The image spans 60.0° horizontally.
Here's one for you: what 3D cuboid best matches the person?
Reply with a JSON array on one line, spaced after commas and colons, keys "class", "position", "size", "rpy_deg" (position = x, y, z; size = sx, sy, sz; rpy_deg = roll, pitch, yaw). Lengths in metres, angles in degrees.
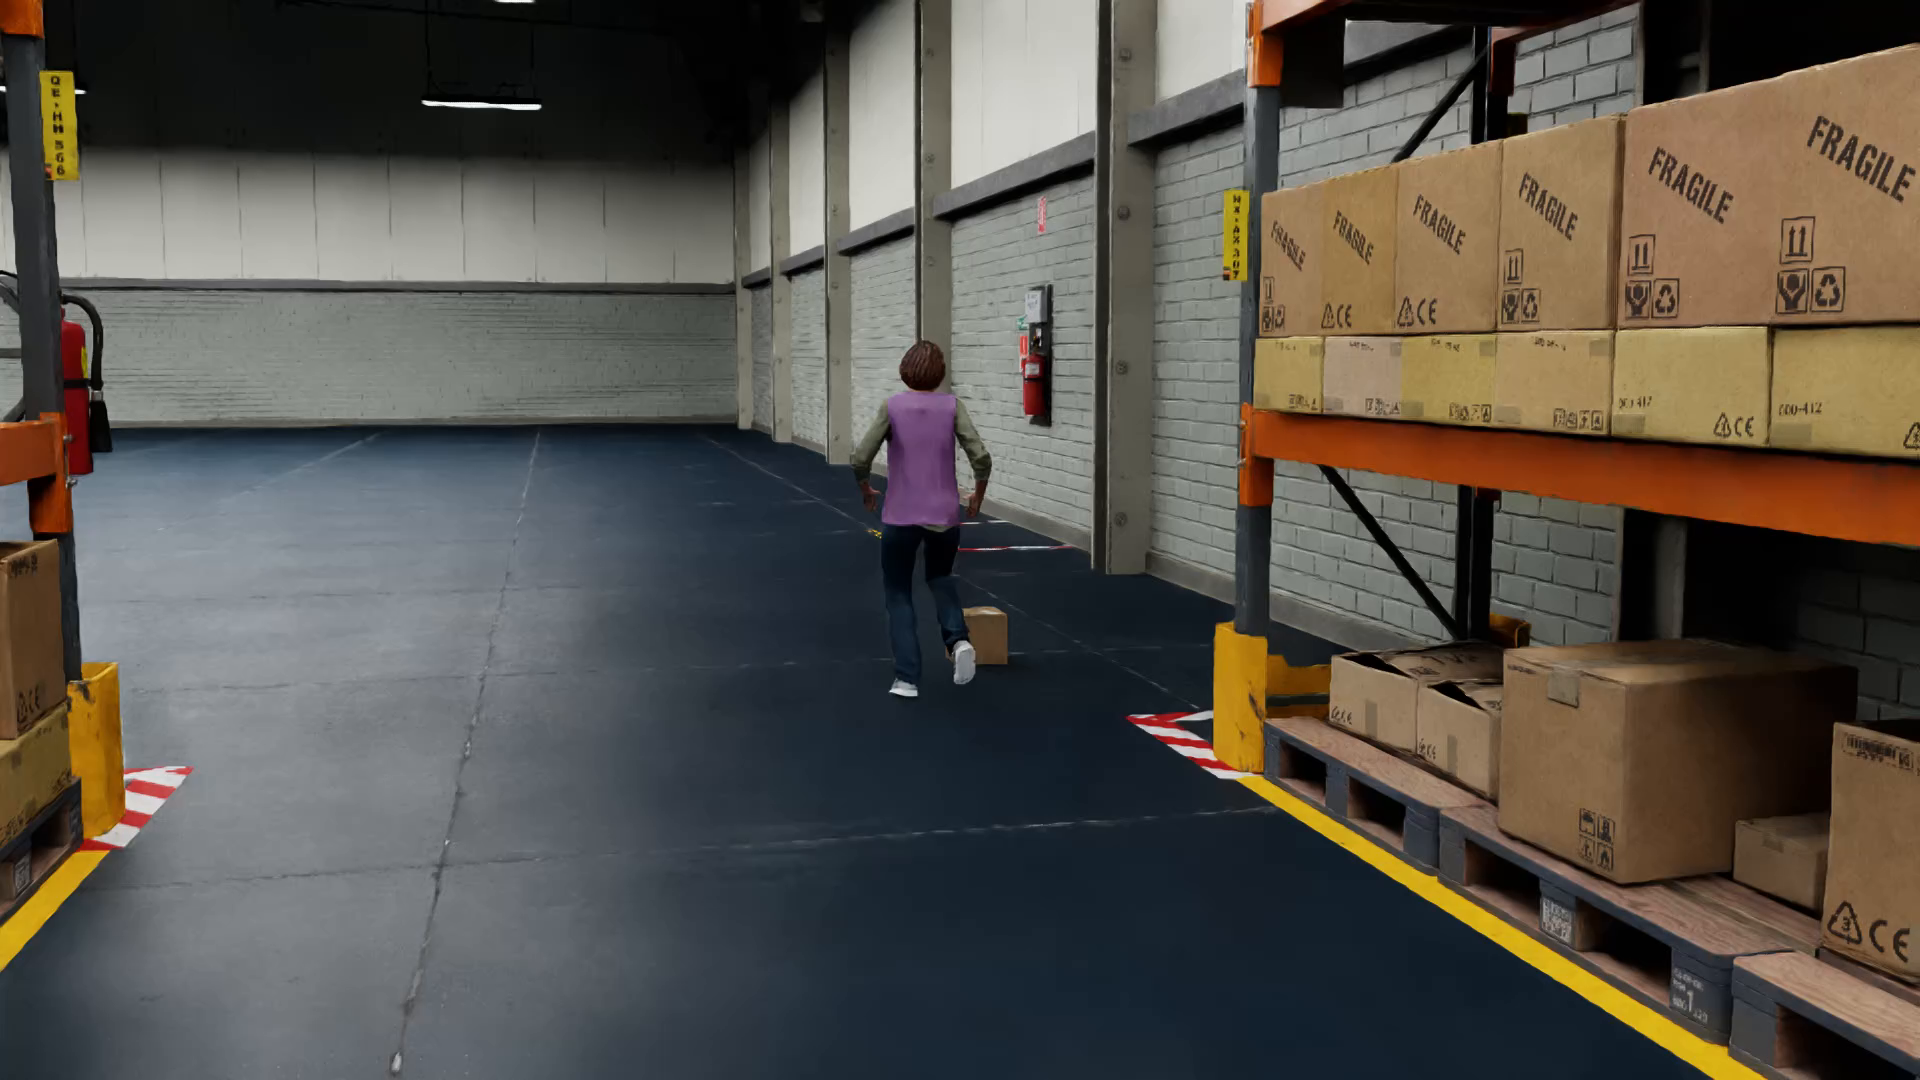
[{"class": "person", "position": [-0.189, -0.087, 7.292], "size": [0.600, 1.572, 0.434], "rpy_deg": [-1, 6, -12]}]
